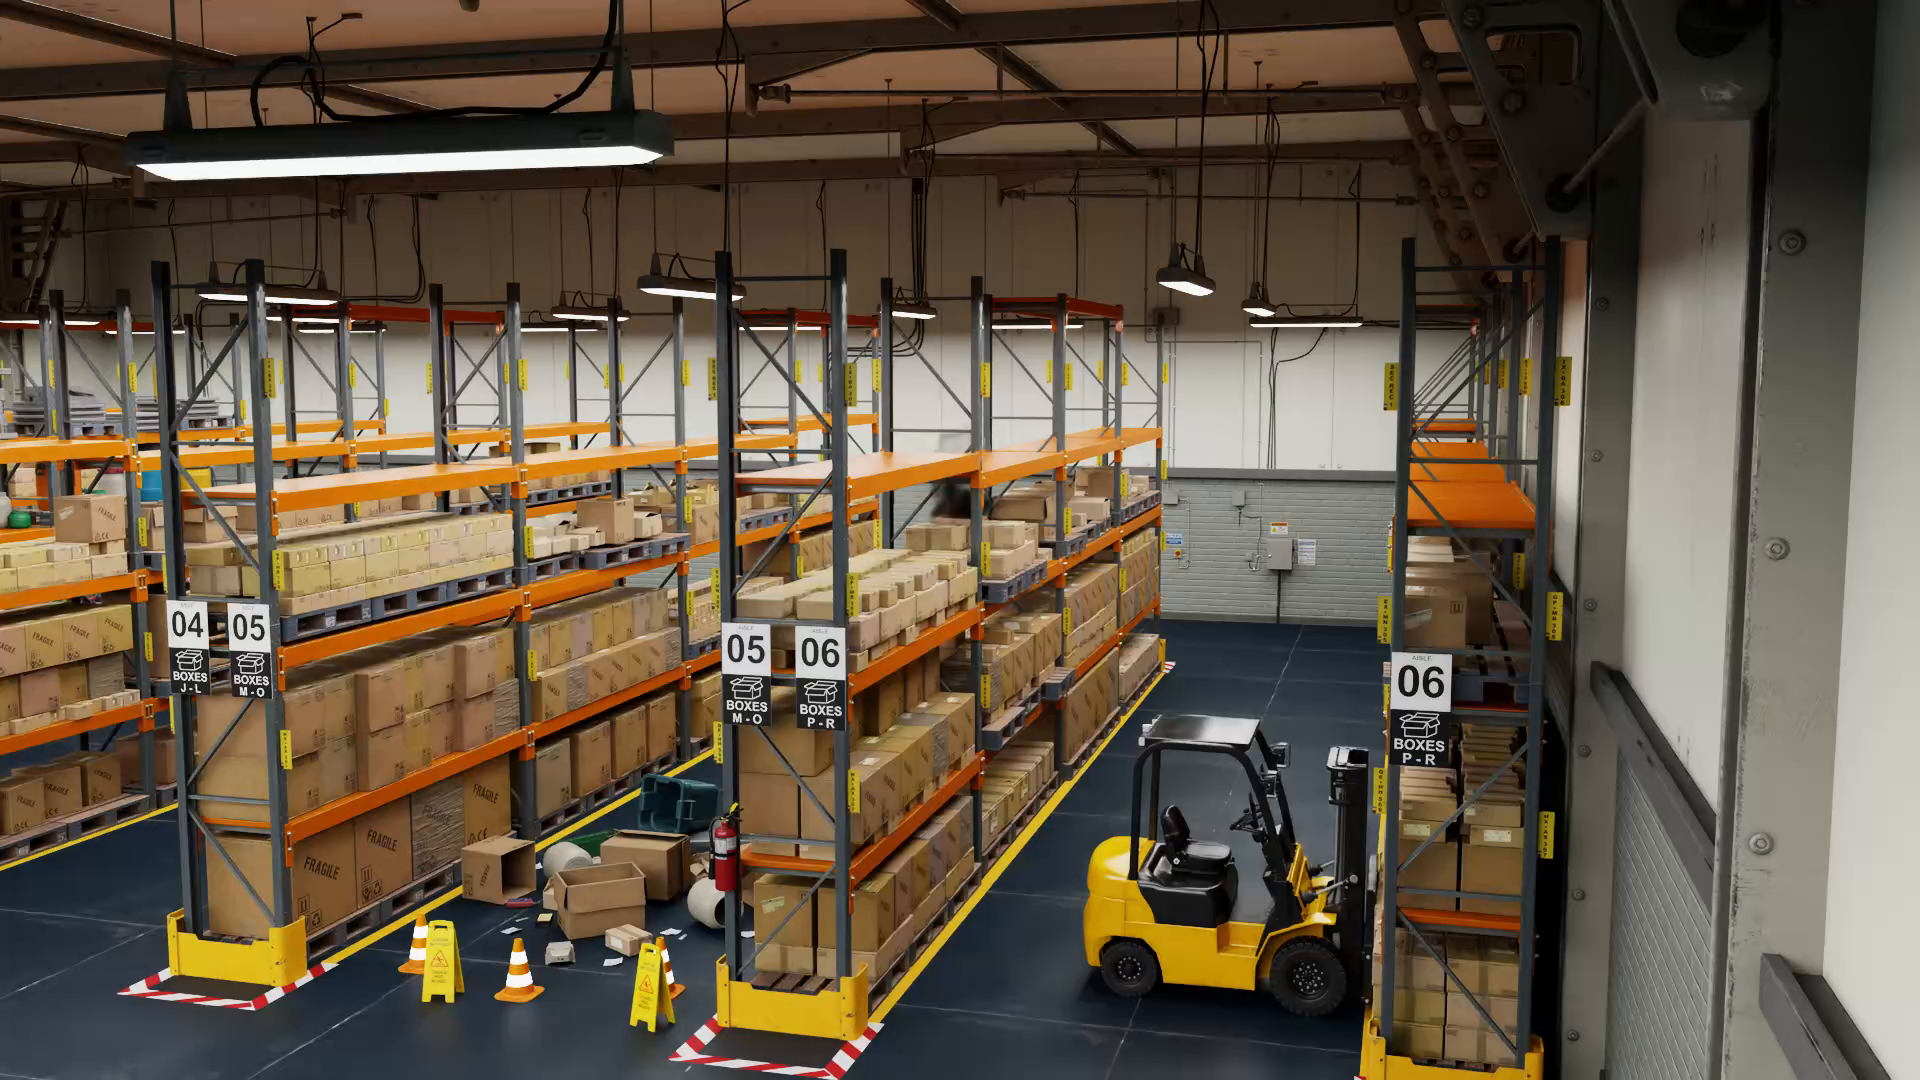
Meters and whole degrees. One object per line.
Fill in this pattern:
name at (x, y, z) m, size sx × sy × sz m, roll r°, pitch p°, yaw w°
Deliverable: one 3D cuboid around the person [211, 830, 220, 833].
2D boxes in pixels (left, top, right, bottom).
person at (-7.045, 2.645, 16.085) m, size 0.661 × 1.698 × 0.792 m, roll 1°, pitch 6°, yaw 8°
